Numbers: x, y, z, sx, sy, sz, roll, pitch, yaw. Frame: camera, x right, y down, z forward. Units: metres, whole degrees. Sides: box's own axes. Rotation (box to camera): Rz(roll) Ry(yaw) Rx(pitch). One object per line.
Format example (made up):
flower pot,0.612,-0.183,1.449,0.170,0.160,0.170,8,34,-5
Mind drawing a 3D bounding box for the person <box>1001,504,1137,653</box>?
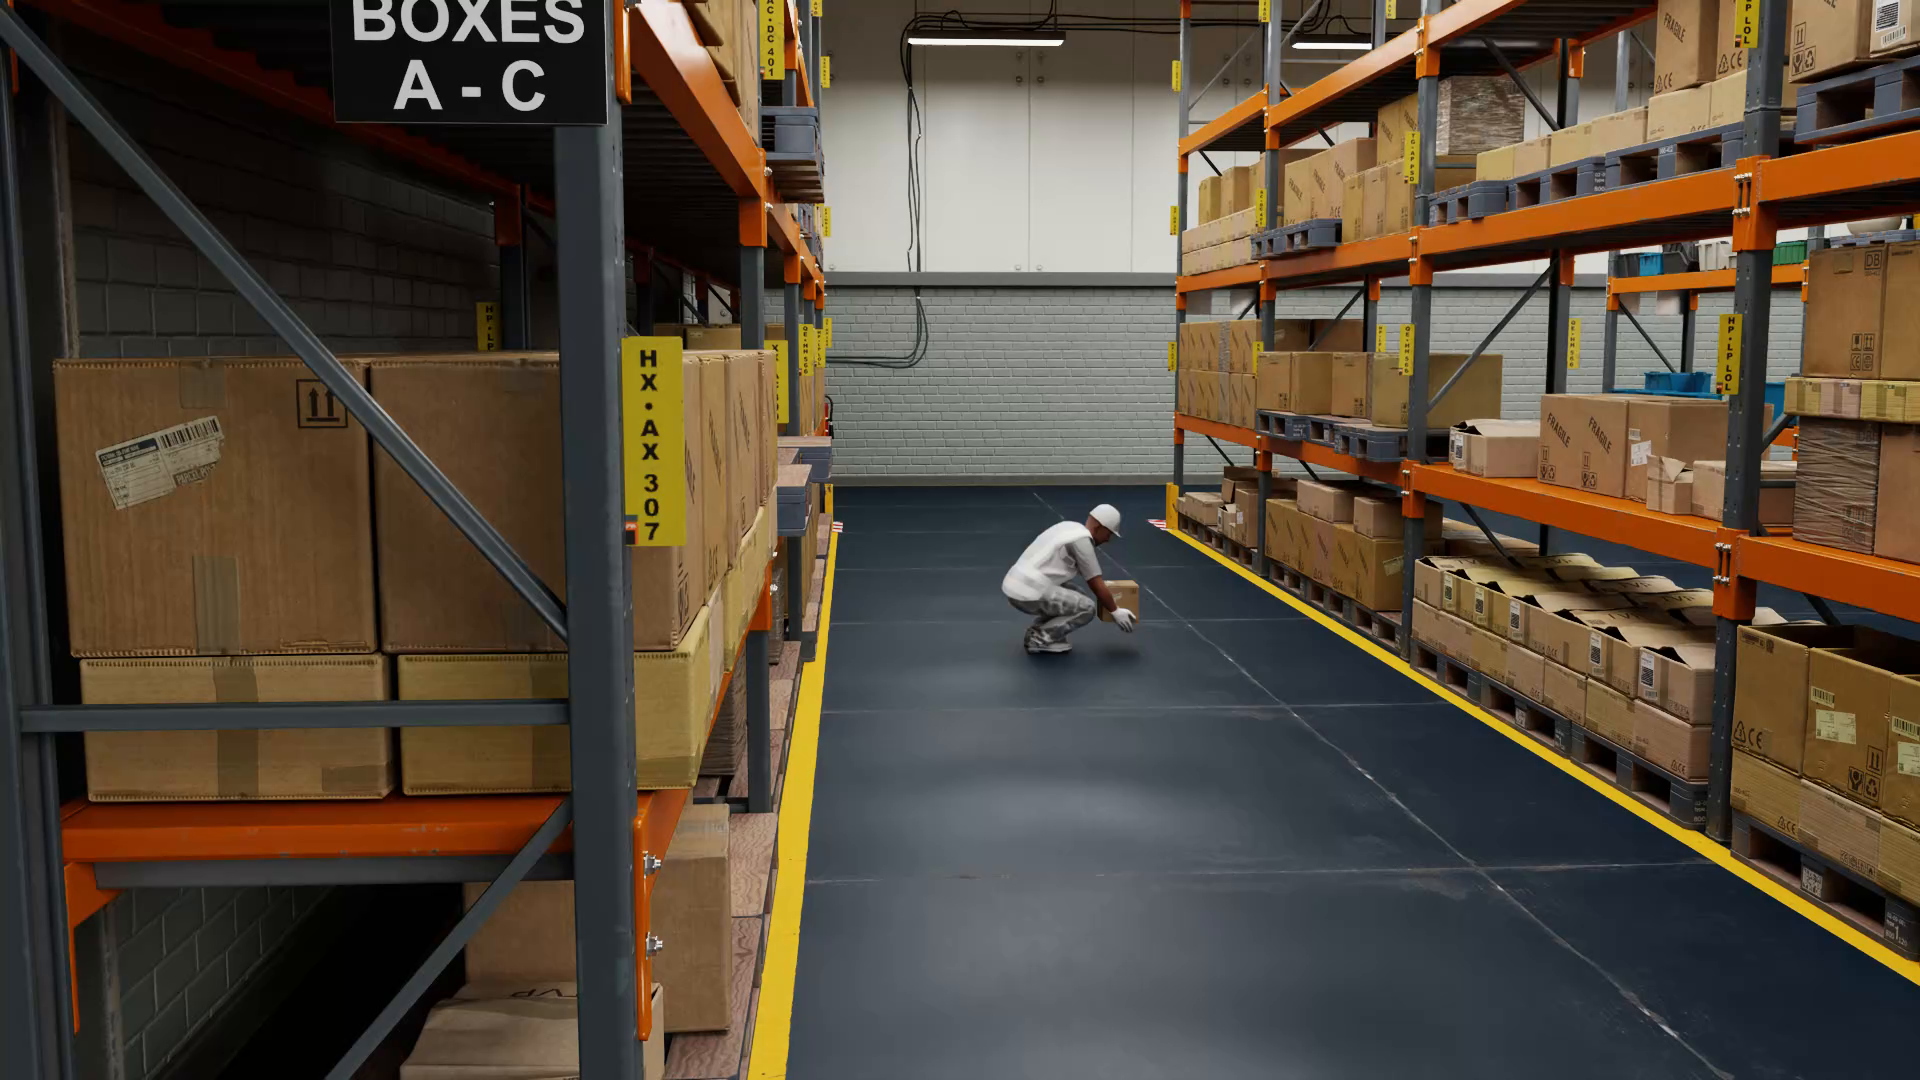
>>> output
person,0.744,0.257,11.385,0.893,0.992,0.566,0,7,-4
